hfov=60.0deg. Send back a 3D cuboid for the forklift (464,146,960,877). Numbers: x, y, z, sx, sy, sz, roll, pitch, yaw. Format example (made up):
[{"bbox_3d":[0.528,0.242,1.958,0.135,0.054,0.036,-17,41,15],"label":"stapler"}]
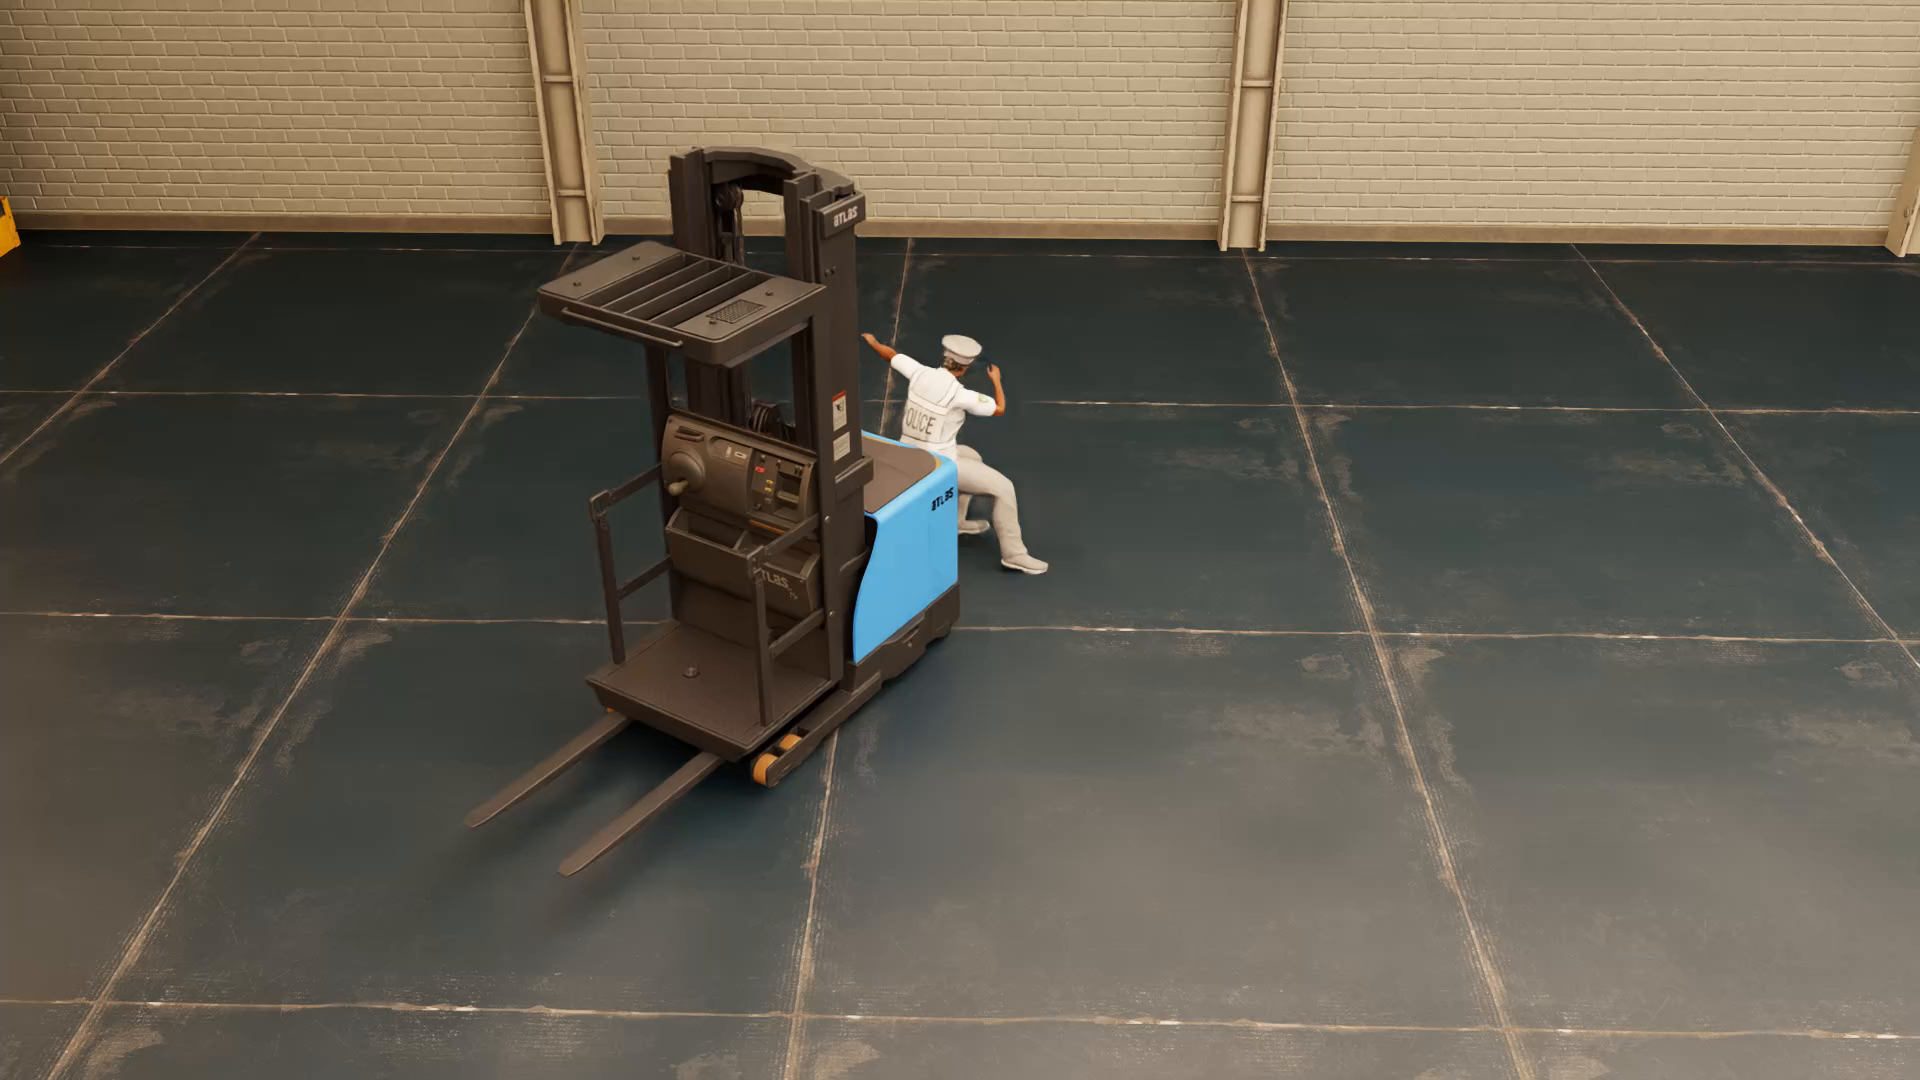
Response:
[{"bbox_3d":[-1.226,-0.291,8.108,1.130,2.935,3.031,18,35,28],"label":"forklift"}]

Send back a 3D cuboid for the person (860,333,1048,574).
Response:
[{"bbox_3d":[-0.079,-0.619,10.228,0.752,1.376,1.490,-25,39,-36],"label":"person"}]
